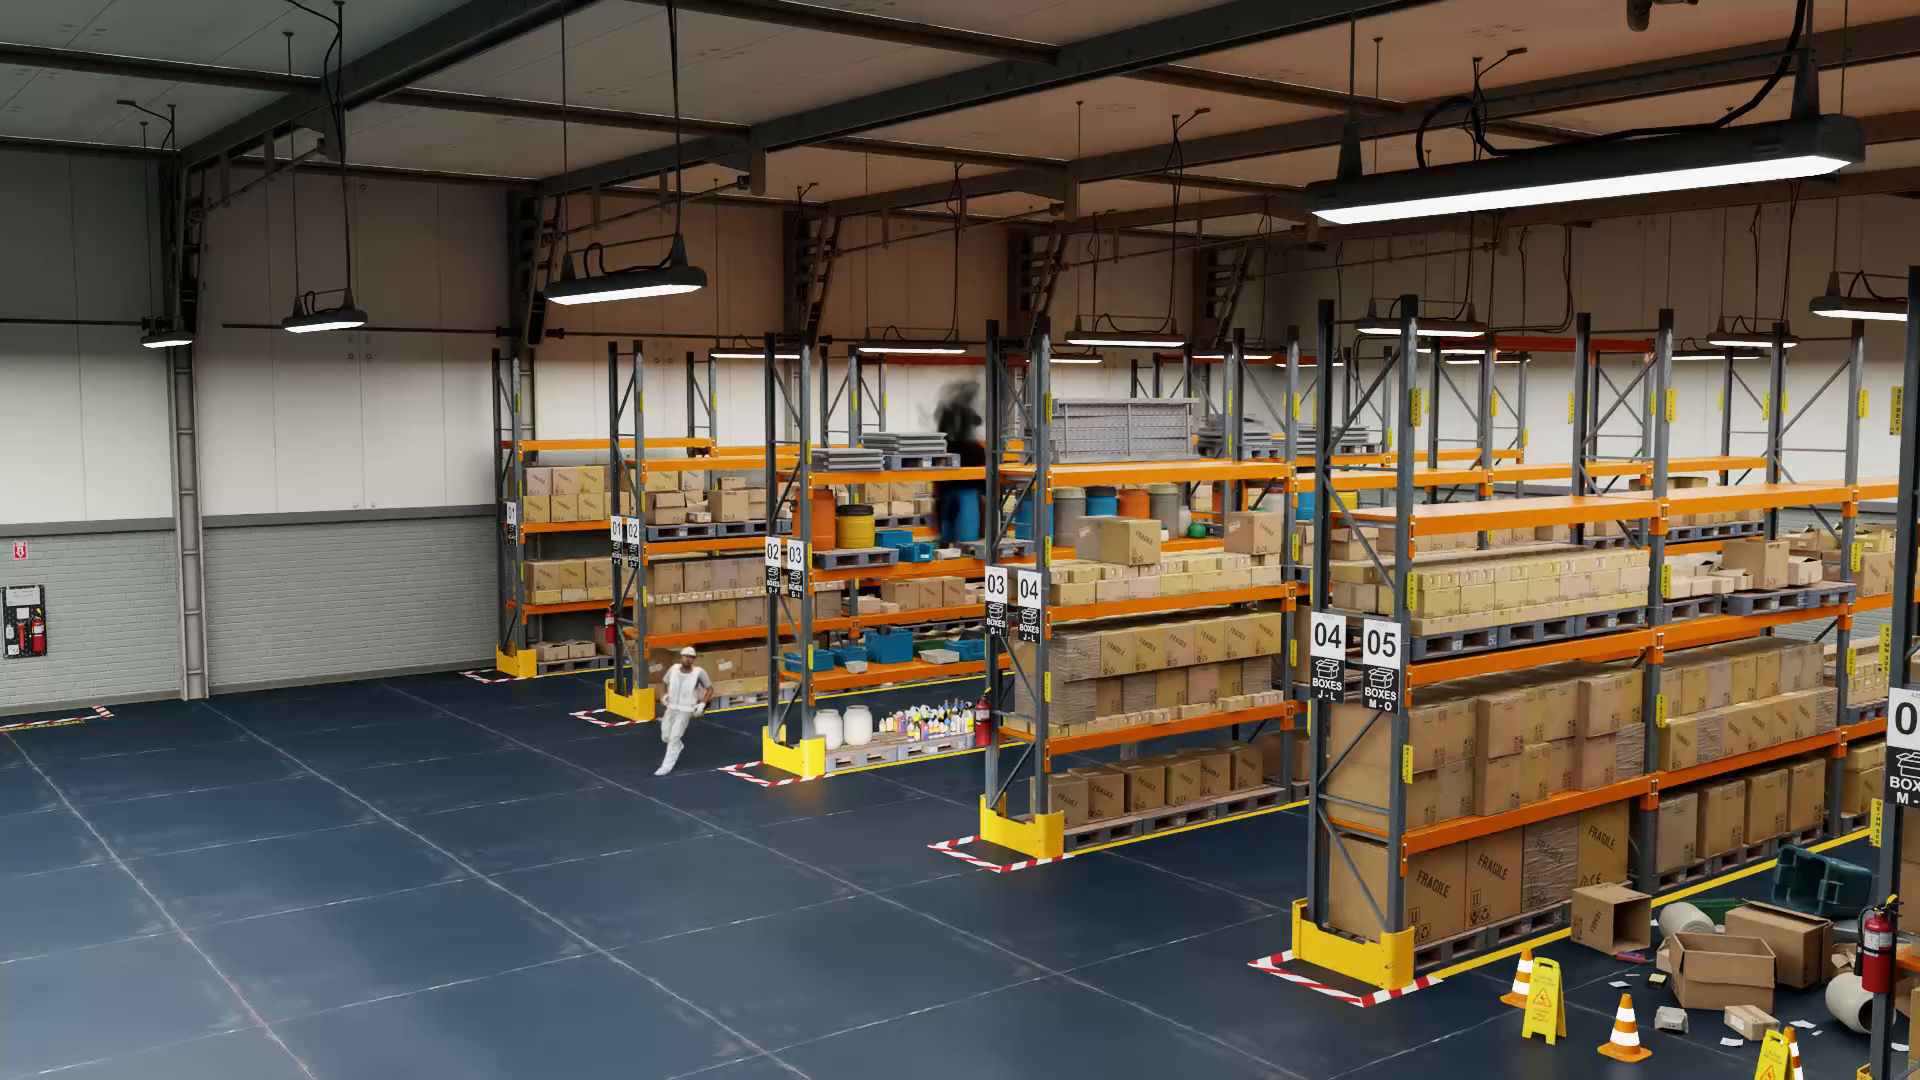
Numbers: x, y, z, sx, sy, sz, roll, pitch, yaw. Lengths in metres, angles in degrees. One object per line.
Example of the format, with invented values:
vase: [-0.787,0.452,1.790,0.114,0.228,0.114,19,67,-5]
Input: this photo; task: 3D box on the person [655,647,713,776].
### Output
person: [-3.762,2.320,22.762,0.729,1.740,0.743,1,5,13]

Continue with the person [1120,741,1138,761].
person: [2.208,2.144,21.812,0.515,1.659,0.603,-5,7,-44]
